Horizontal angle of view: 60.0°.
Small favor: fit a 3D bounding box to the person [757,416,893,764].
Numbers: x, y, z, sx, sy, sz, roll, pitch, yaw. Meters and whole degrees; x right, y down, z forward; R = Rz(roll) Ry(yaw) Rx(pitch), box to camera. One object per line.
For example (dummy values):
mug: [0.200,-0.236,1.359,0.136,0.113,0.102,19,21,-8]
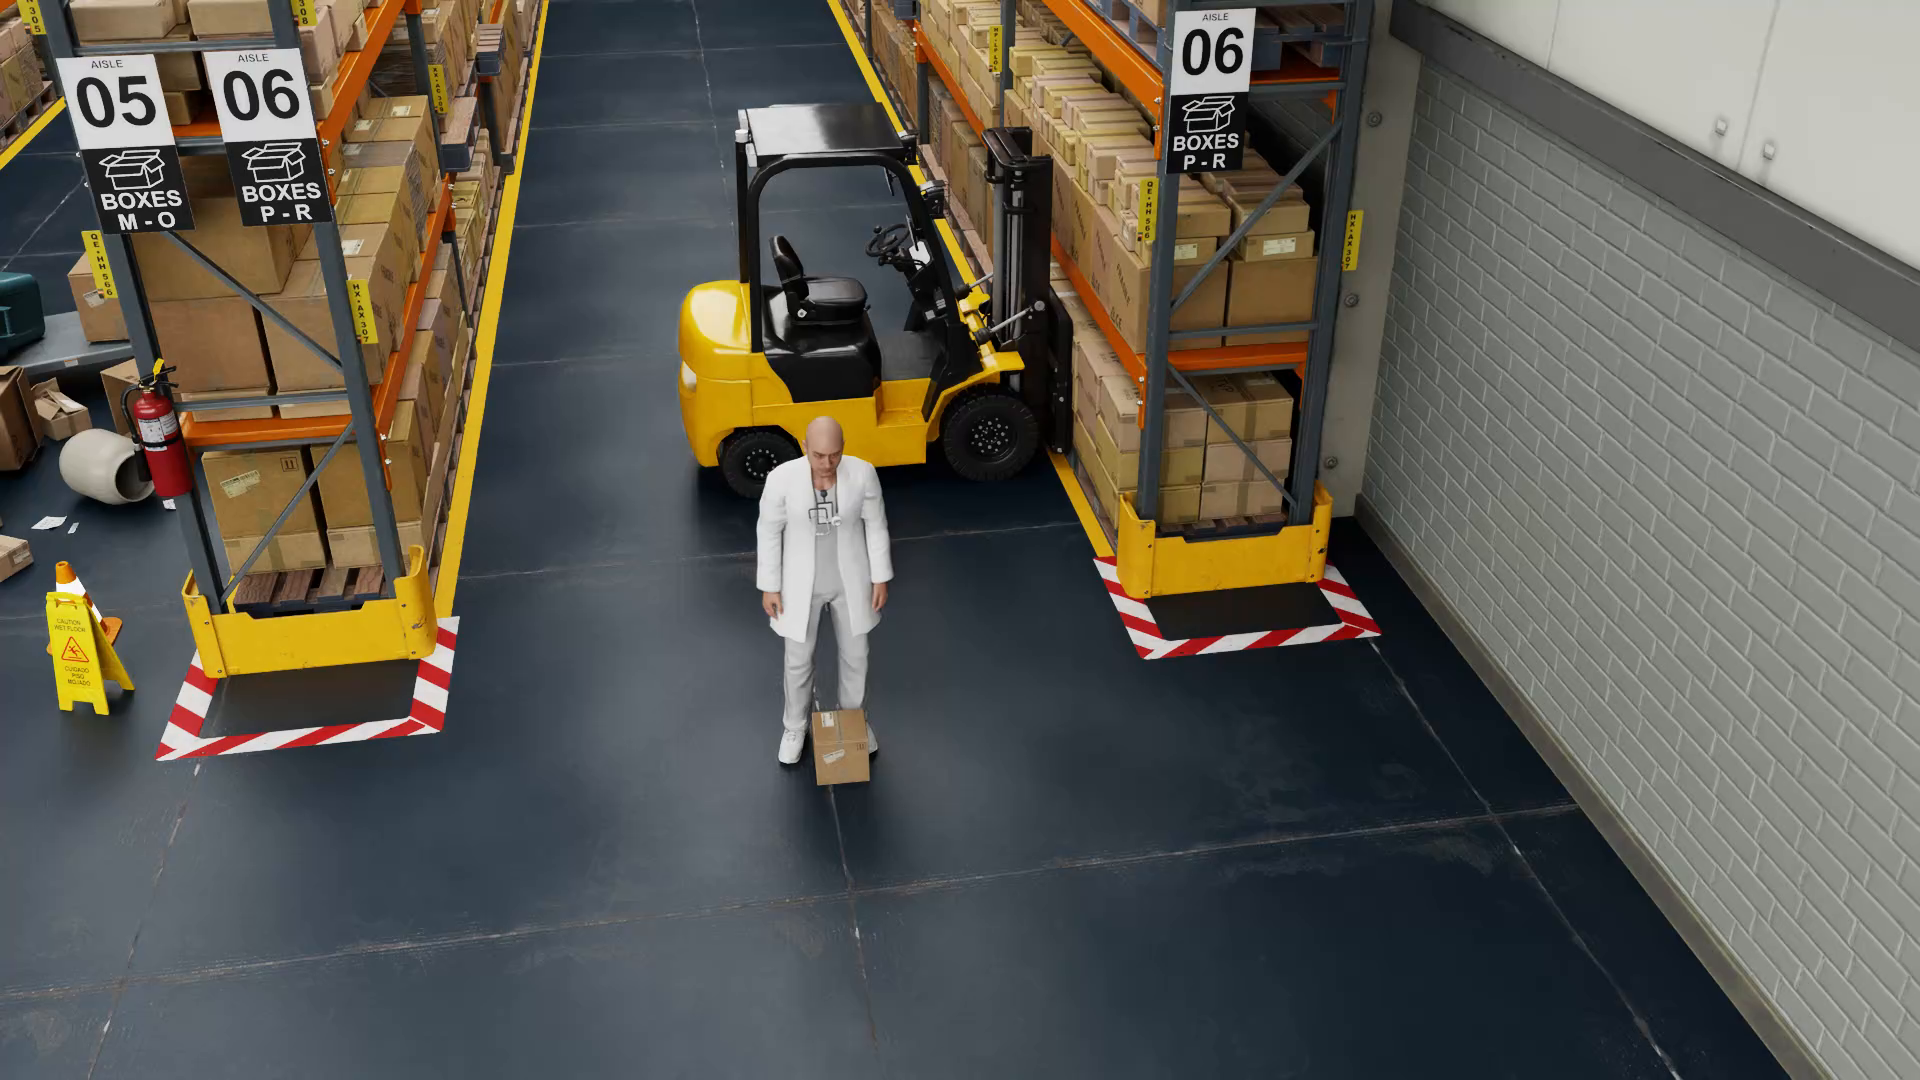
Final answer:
person: [-0.630,0.211,7.796,0.642,1.773,0.427,-5,31,-9]
